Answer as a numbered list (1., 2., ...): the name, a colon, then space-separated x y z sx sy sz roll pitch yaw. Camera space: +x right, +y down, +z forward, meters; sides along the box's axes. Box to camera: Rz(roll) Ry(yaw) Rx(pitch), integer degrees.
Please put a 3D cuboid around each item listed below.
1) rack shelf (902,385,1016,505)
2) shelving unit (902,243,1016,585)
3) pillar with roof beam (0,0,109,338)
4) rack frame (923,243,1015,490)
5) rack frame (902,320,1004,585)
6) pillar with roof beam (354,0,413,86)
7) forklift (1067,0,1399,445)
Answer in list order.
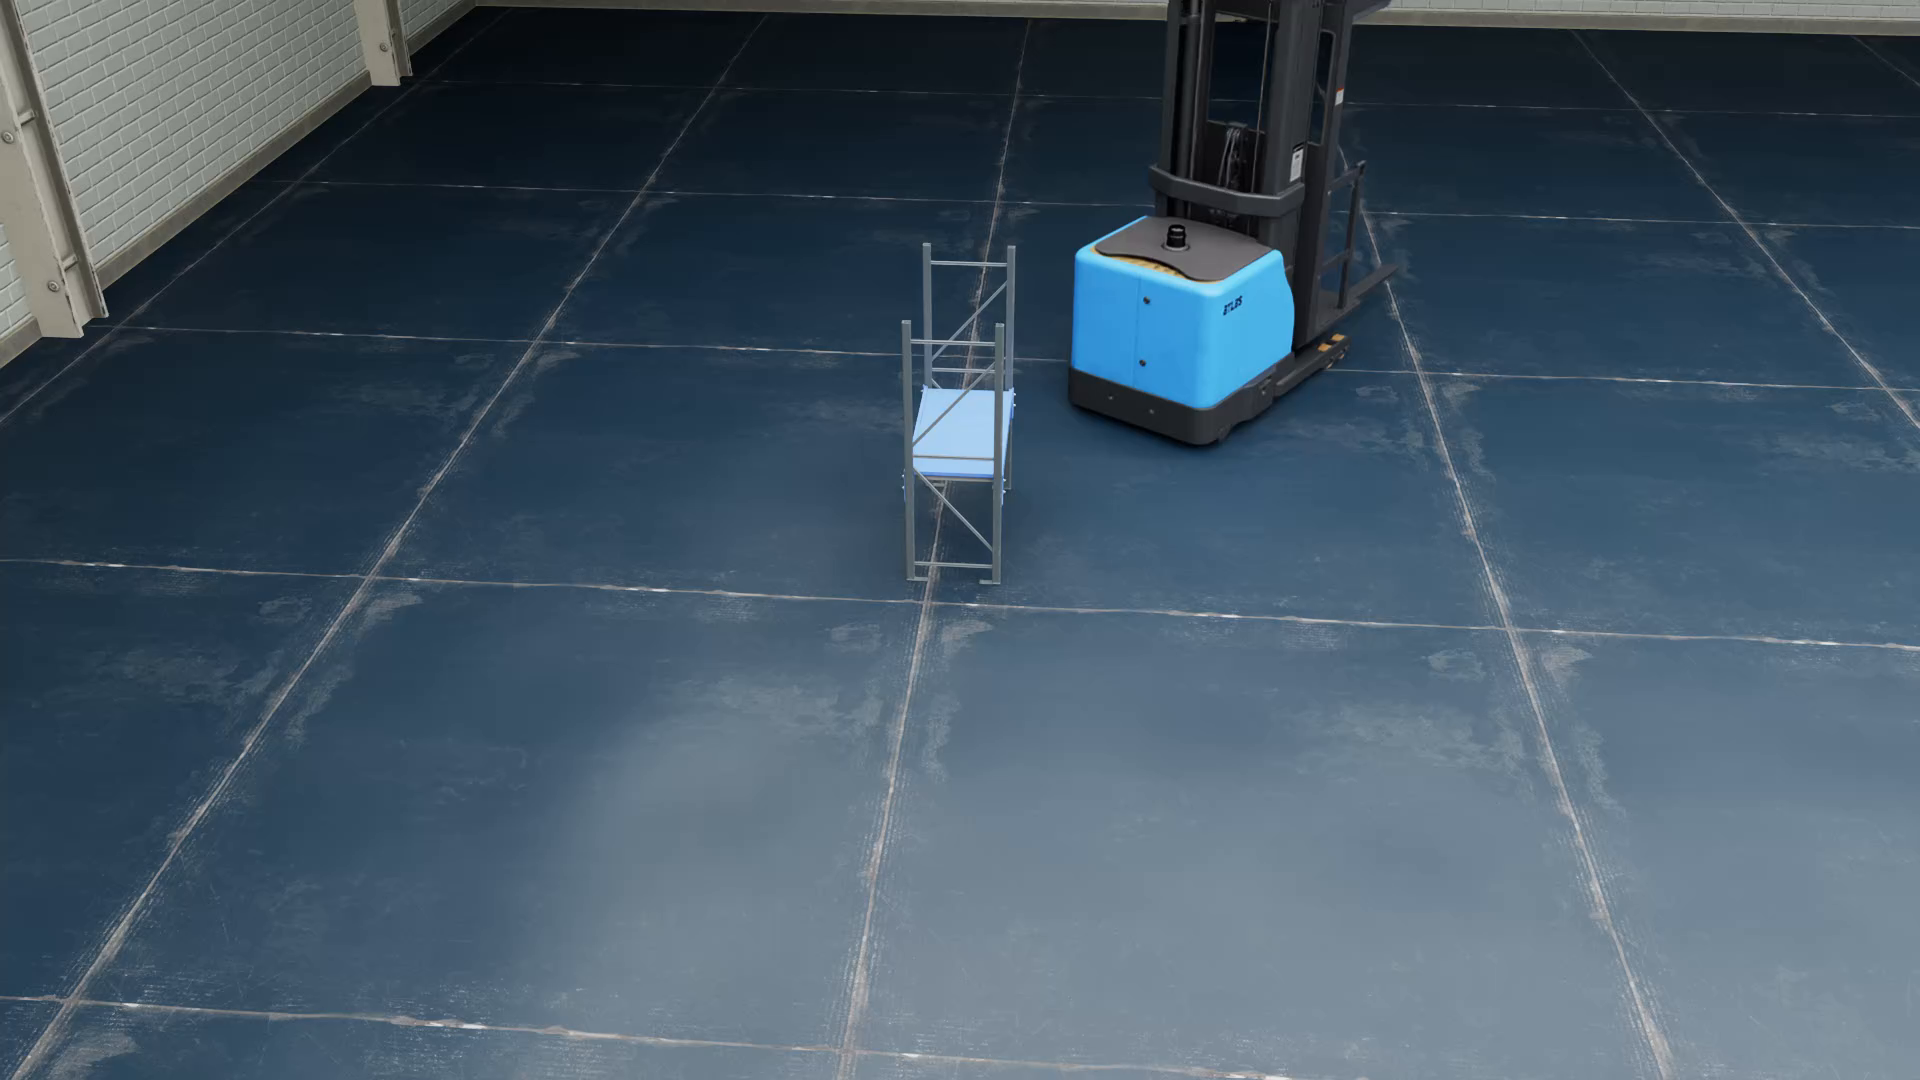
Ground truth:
1. rack shelf: 0.007 -0.530 9.023 0.538 0.185 1.000 2 32 4
2. shelving unit: 0.007 -0.683 8.929 0.538 1.500 1.048 2 32 4
3. pillar with roof beam: -1.944 -5.157 9.041 9.100 9.000 0.400 2 32 4
4. rack frame: 0.048 -0.949 9.360 0.500 1.500 0.032 2 32 4
5. rack frame: -0.034 -0.417 8.498 0.500 1.500 0.032 2 32 4
6. pillar with roof beam: -1.456 -8.295 14.132 9.100 9.000 0.400 2 32 4
7. forklift: 1.988 -2.534 10.567 1.130 2.935 3.031 22 38 32
